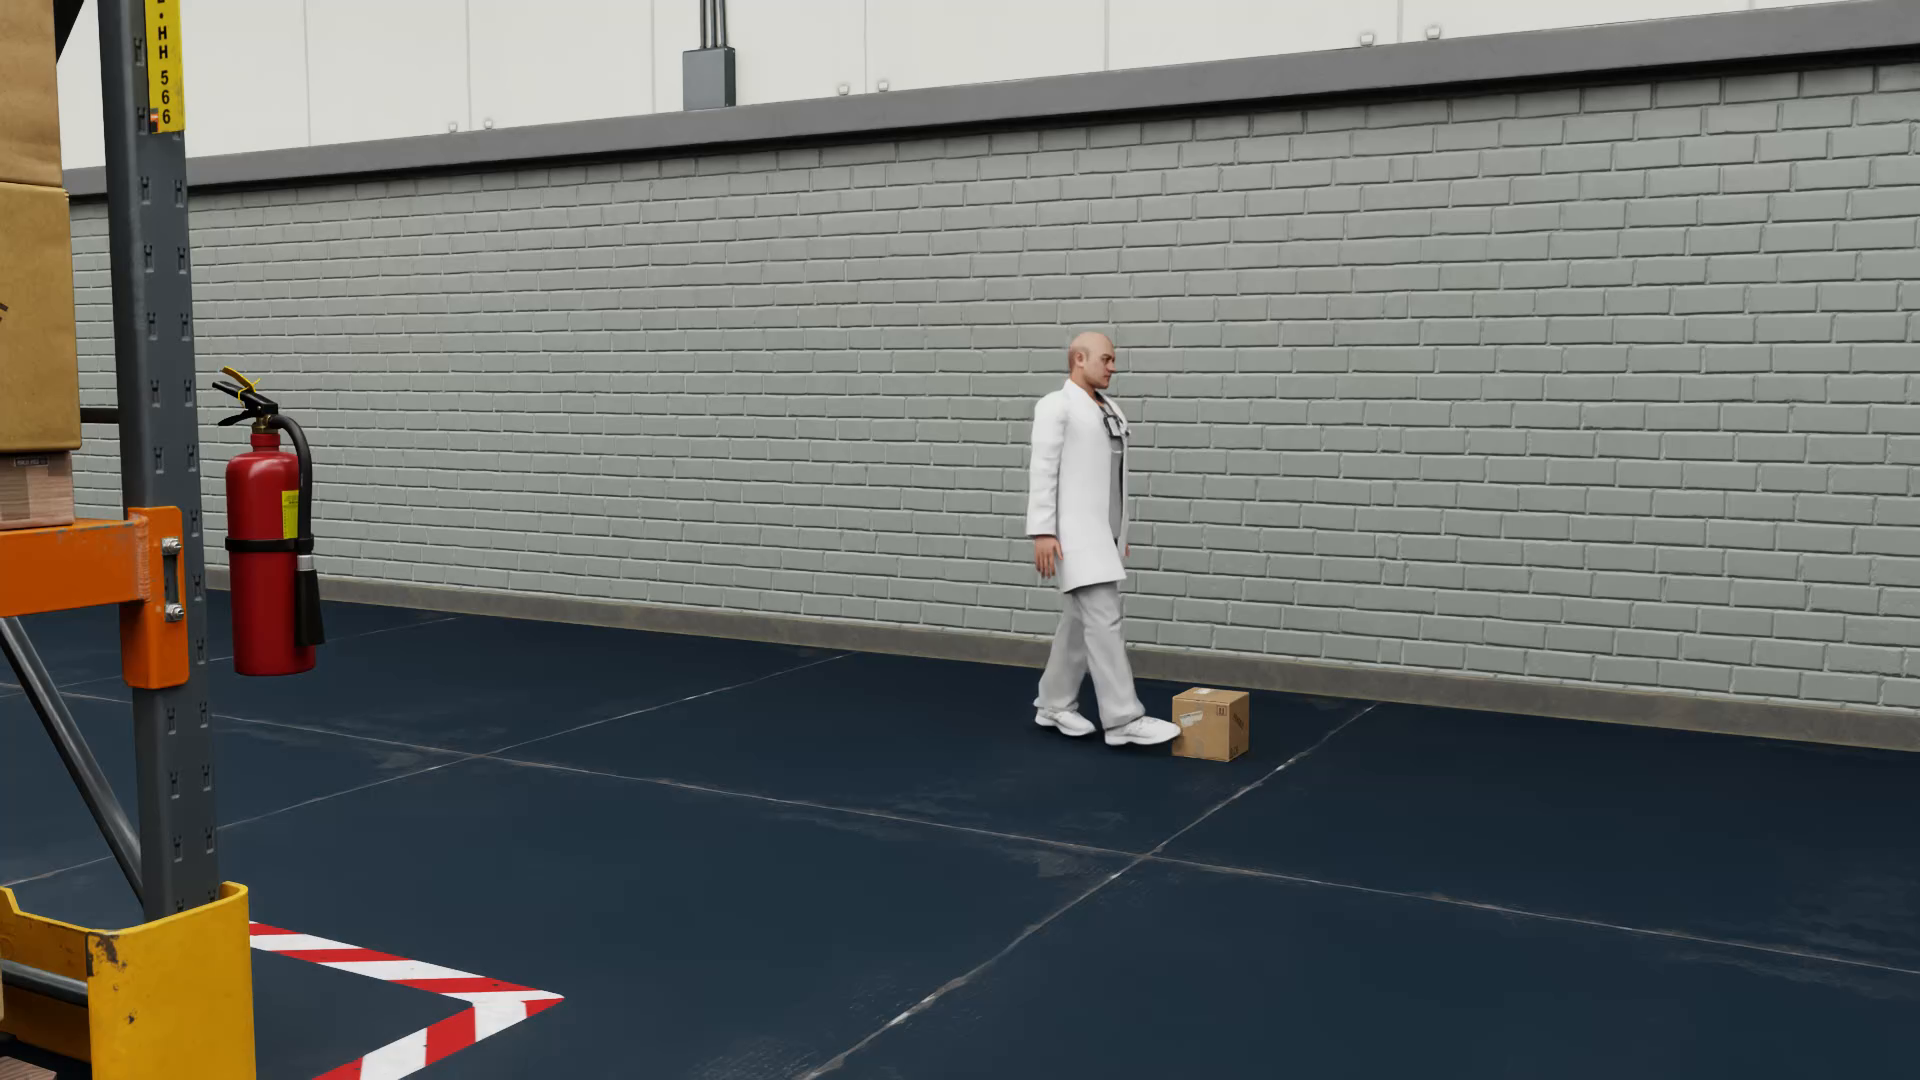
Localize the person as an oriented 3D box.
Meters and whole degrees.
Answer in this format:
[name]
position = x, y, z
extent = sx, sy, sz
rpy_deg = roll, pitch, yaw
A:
[person]
position = 0.655, -0.013, 7.159
extent = 0.818, 1.760, 0.630
rpy_deg = 4, 7, 37
